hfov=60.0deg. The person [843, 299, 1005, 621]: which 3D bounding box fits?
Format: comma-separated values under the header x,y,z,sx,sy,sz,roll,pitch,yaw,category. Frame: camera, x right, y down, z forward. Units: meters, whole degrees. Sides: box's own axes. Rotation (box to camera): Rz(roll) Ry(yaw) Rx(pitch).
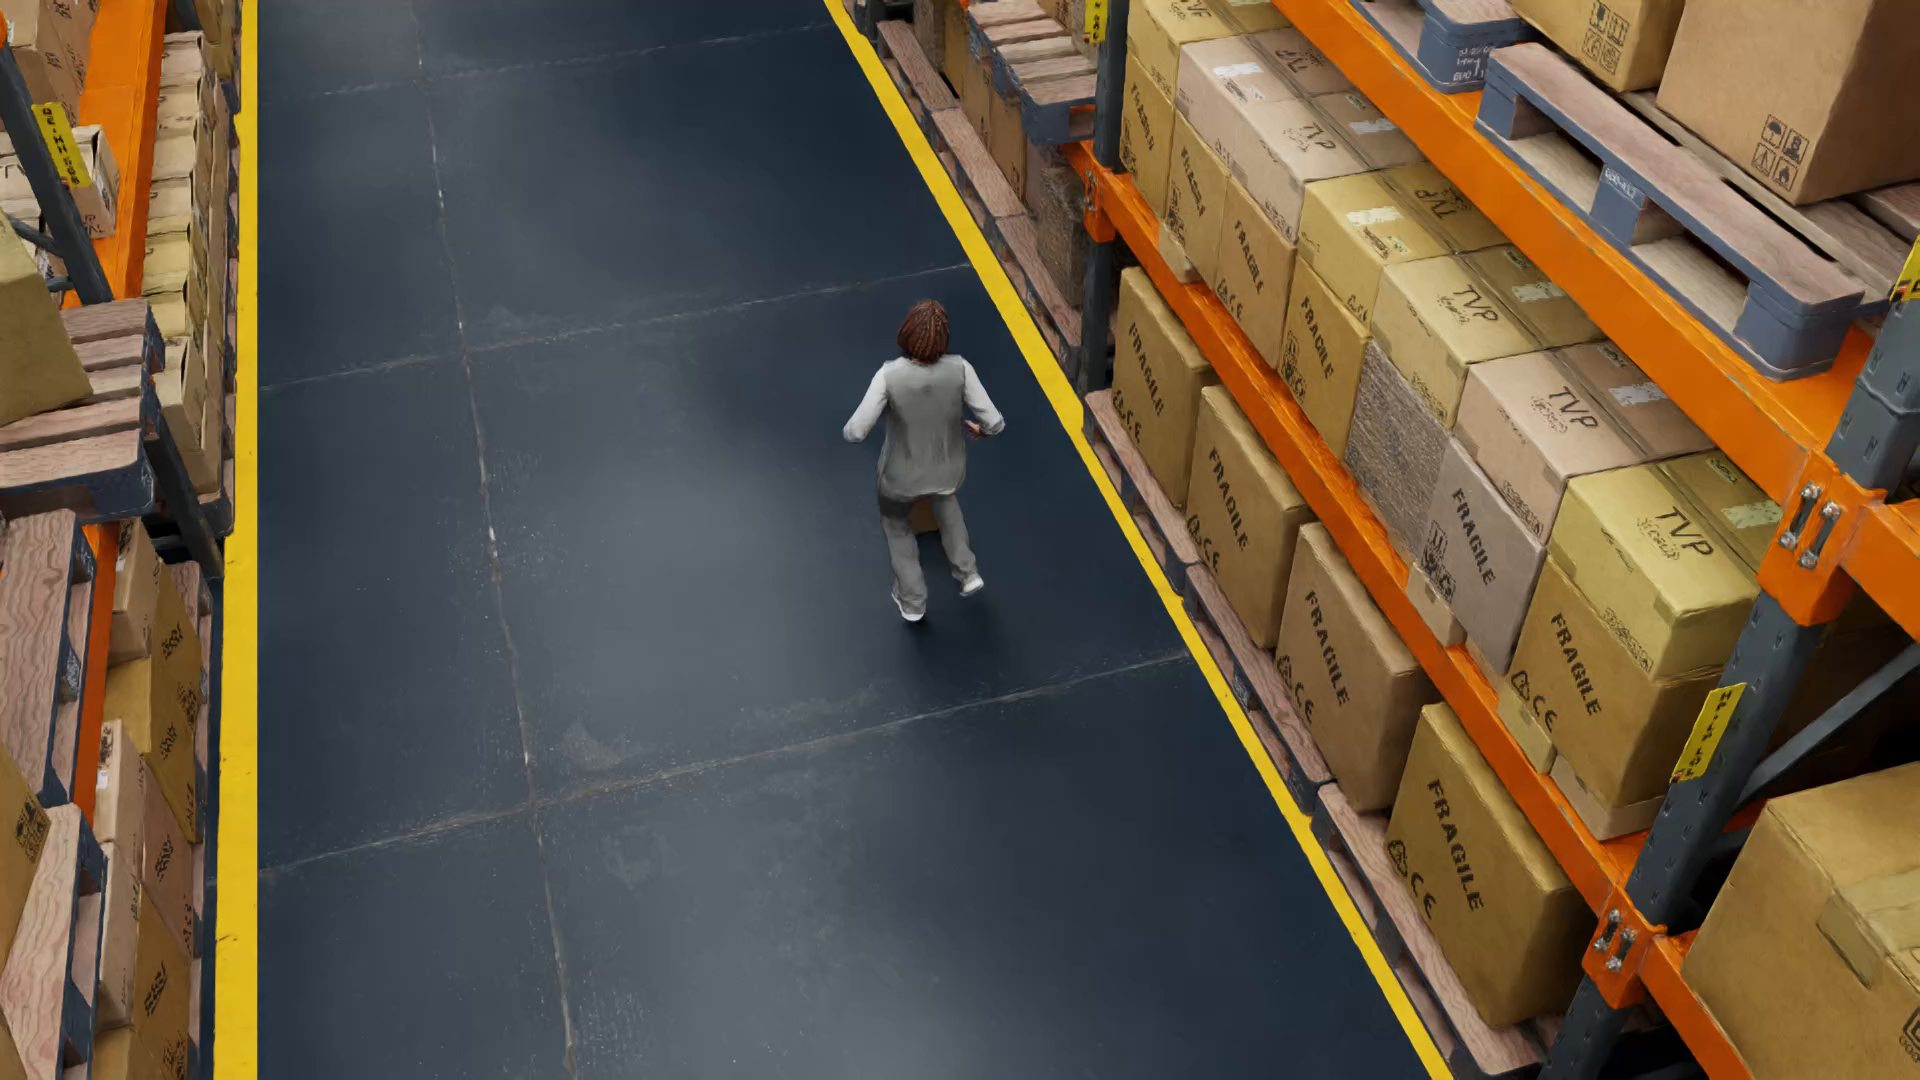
x,y,z,sx,sy,sz,roll,pitch,yaw,category
-0.168,-0.313,6.519,0.600,1.559,0.435,-12,44,-13,person
